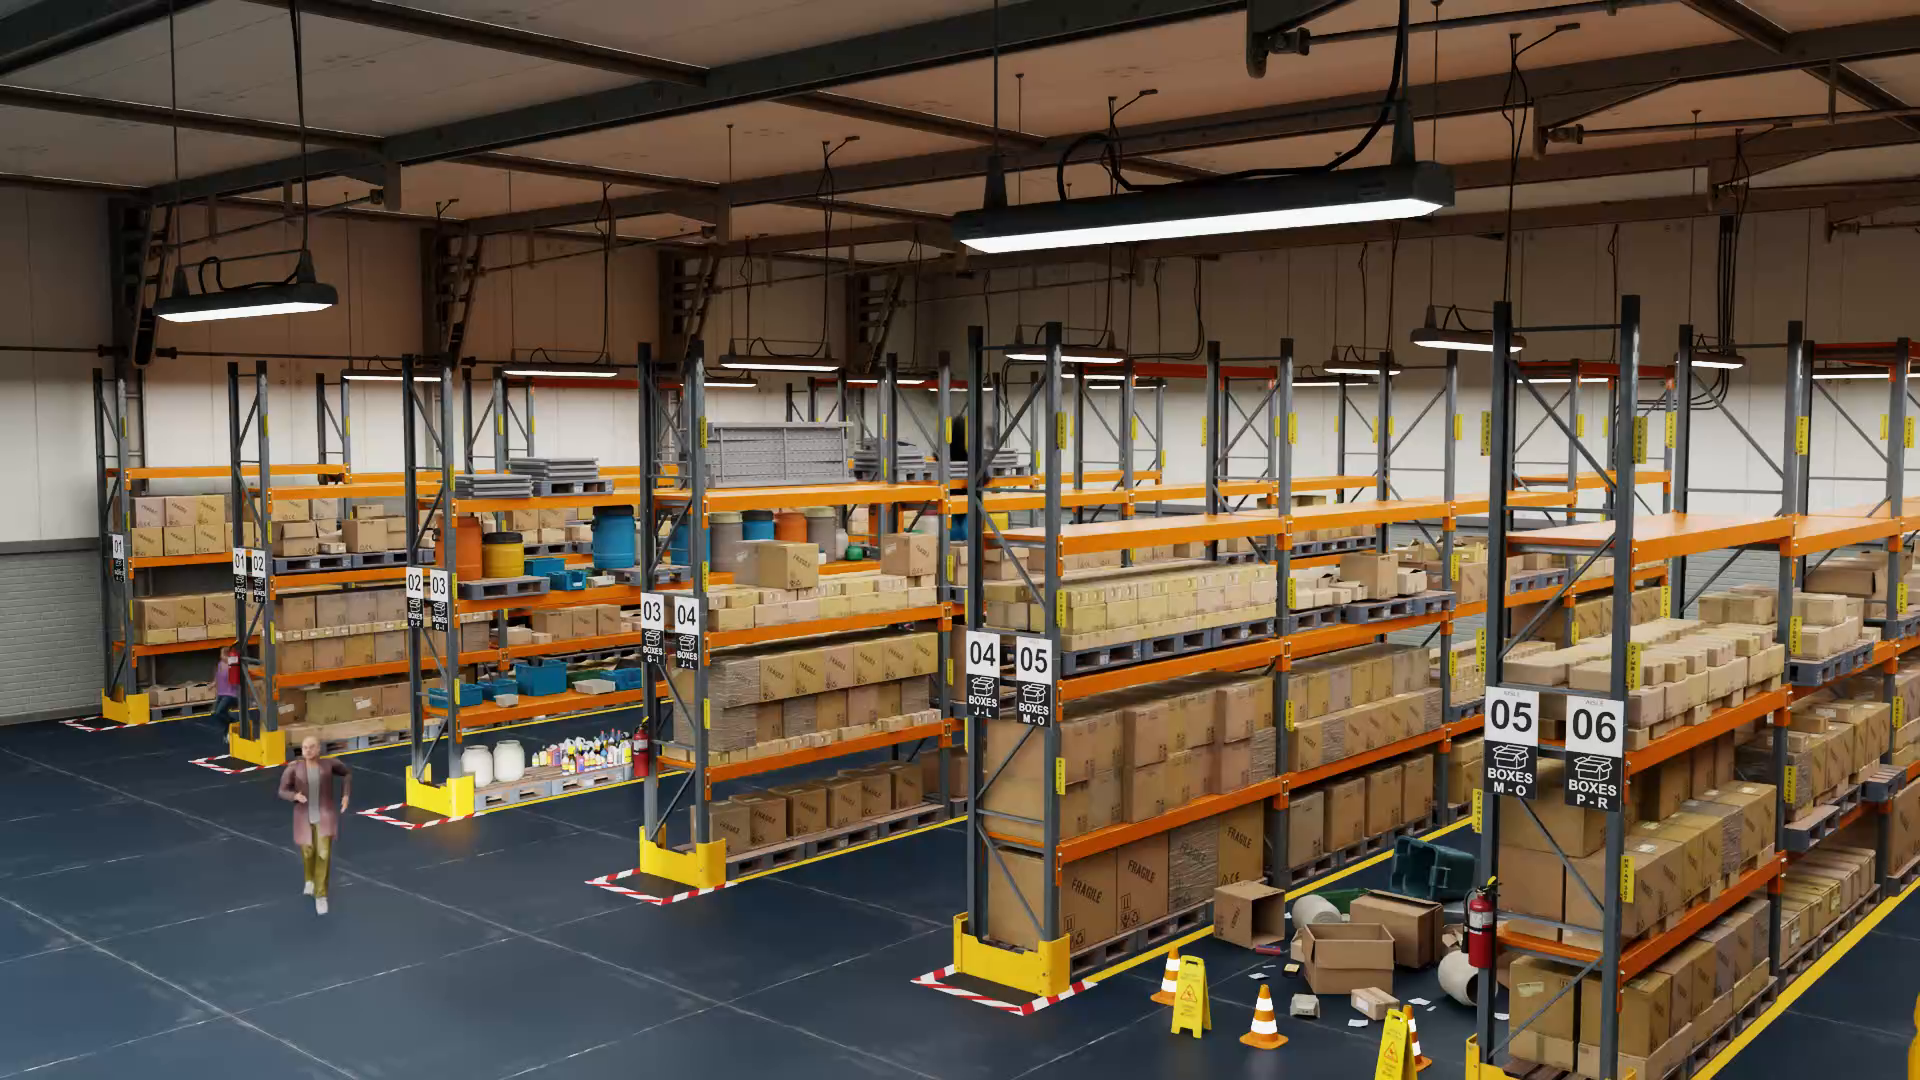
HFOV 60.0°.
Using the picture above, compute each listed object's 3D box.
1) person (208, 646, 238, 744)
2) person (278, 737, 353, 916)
[{"bbox_3d":[-11.536,2.449,26.233,0.602,1.562,0.591,3,5,31],"label":"person"},{"bbox_3d":[-6.839,2.990,17.659,0.725,1.815,0.963,-1,4,-15],"label":"person"}]
